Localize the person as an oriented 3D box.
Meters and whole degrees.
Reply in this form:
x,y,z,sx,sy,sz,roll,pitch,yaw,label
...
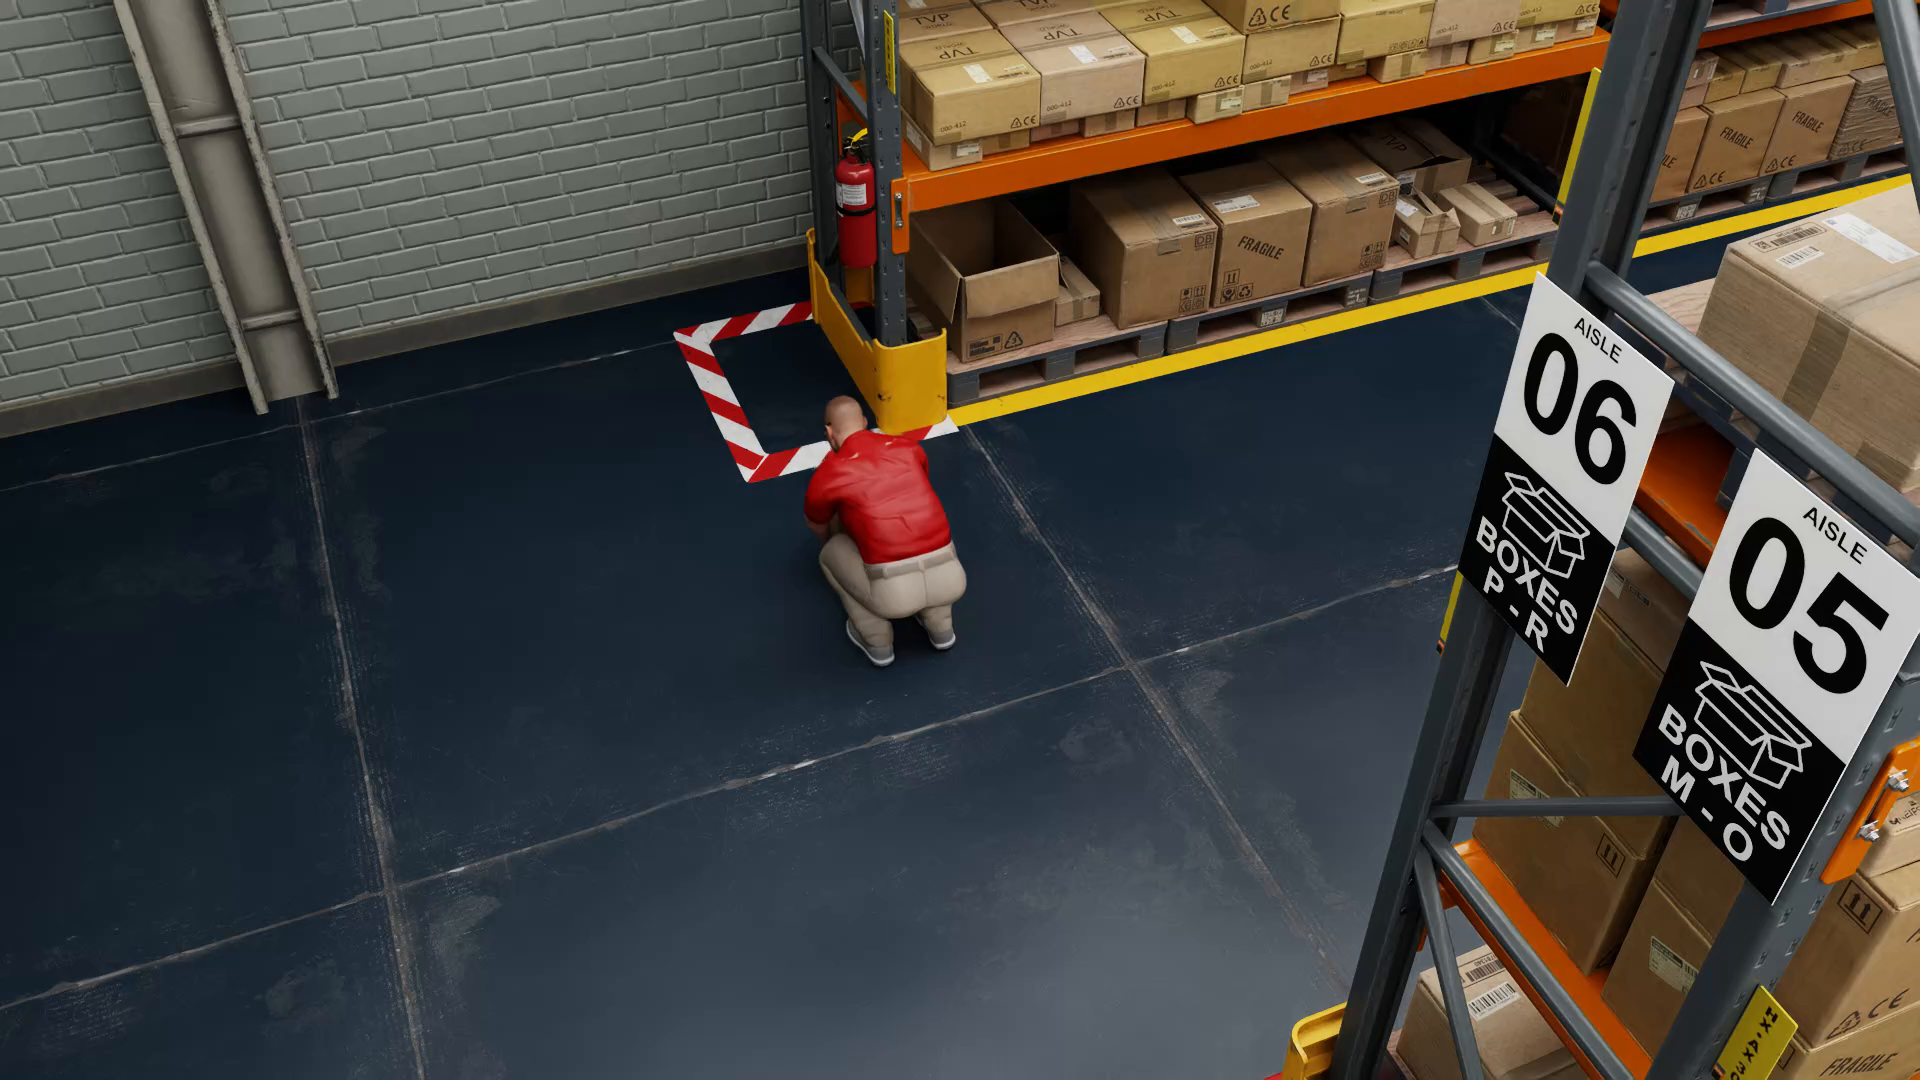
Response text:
x,y,z,sx,sy,sz,roll,pitch,yaw,label
-0.321,-0.043,6.799,0.567,0.972,0.884,-15,44,-17,person
